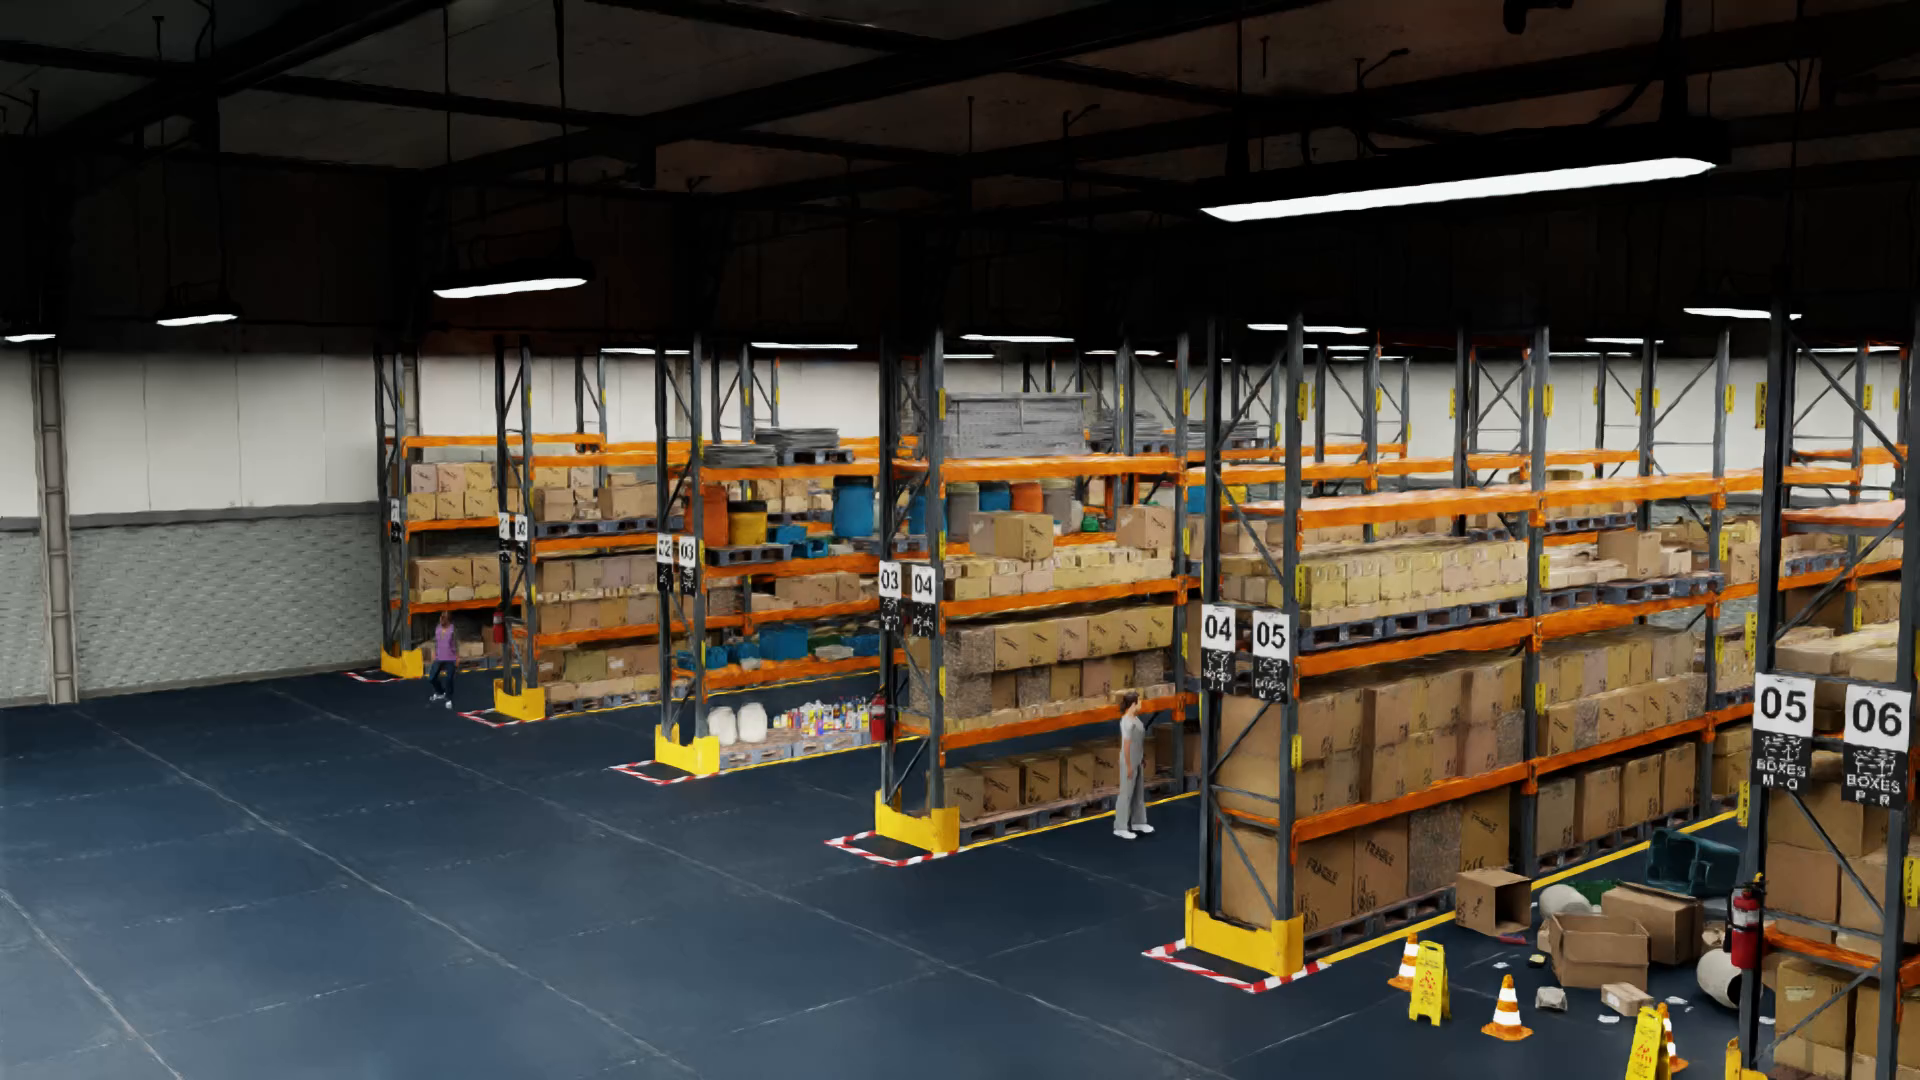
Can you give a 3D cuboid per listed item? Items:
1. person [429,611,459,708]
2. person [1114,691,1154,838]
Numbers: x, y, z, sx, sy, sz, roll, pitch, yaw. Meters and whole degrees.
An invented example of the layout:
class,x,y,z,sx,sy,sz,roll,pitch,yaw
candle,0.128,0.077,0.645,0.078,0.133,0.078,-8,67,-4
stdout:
class,x,y,z,sx,sy,sz,roll,pitch,yaw
person,-8.369,1.970,26.902,0.591,1.492,0.445,0,5,4
person,2.020,2.575,19.183,0.441,1.670,0.496,2,6,20
